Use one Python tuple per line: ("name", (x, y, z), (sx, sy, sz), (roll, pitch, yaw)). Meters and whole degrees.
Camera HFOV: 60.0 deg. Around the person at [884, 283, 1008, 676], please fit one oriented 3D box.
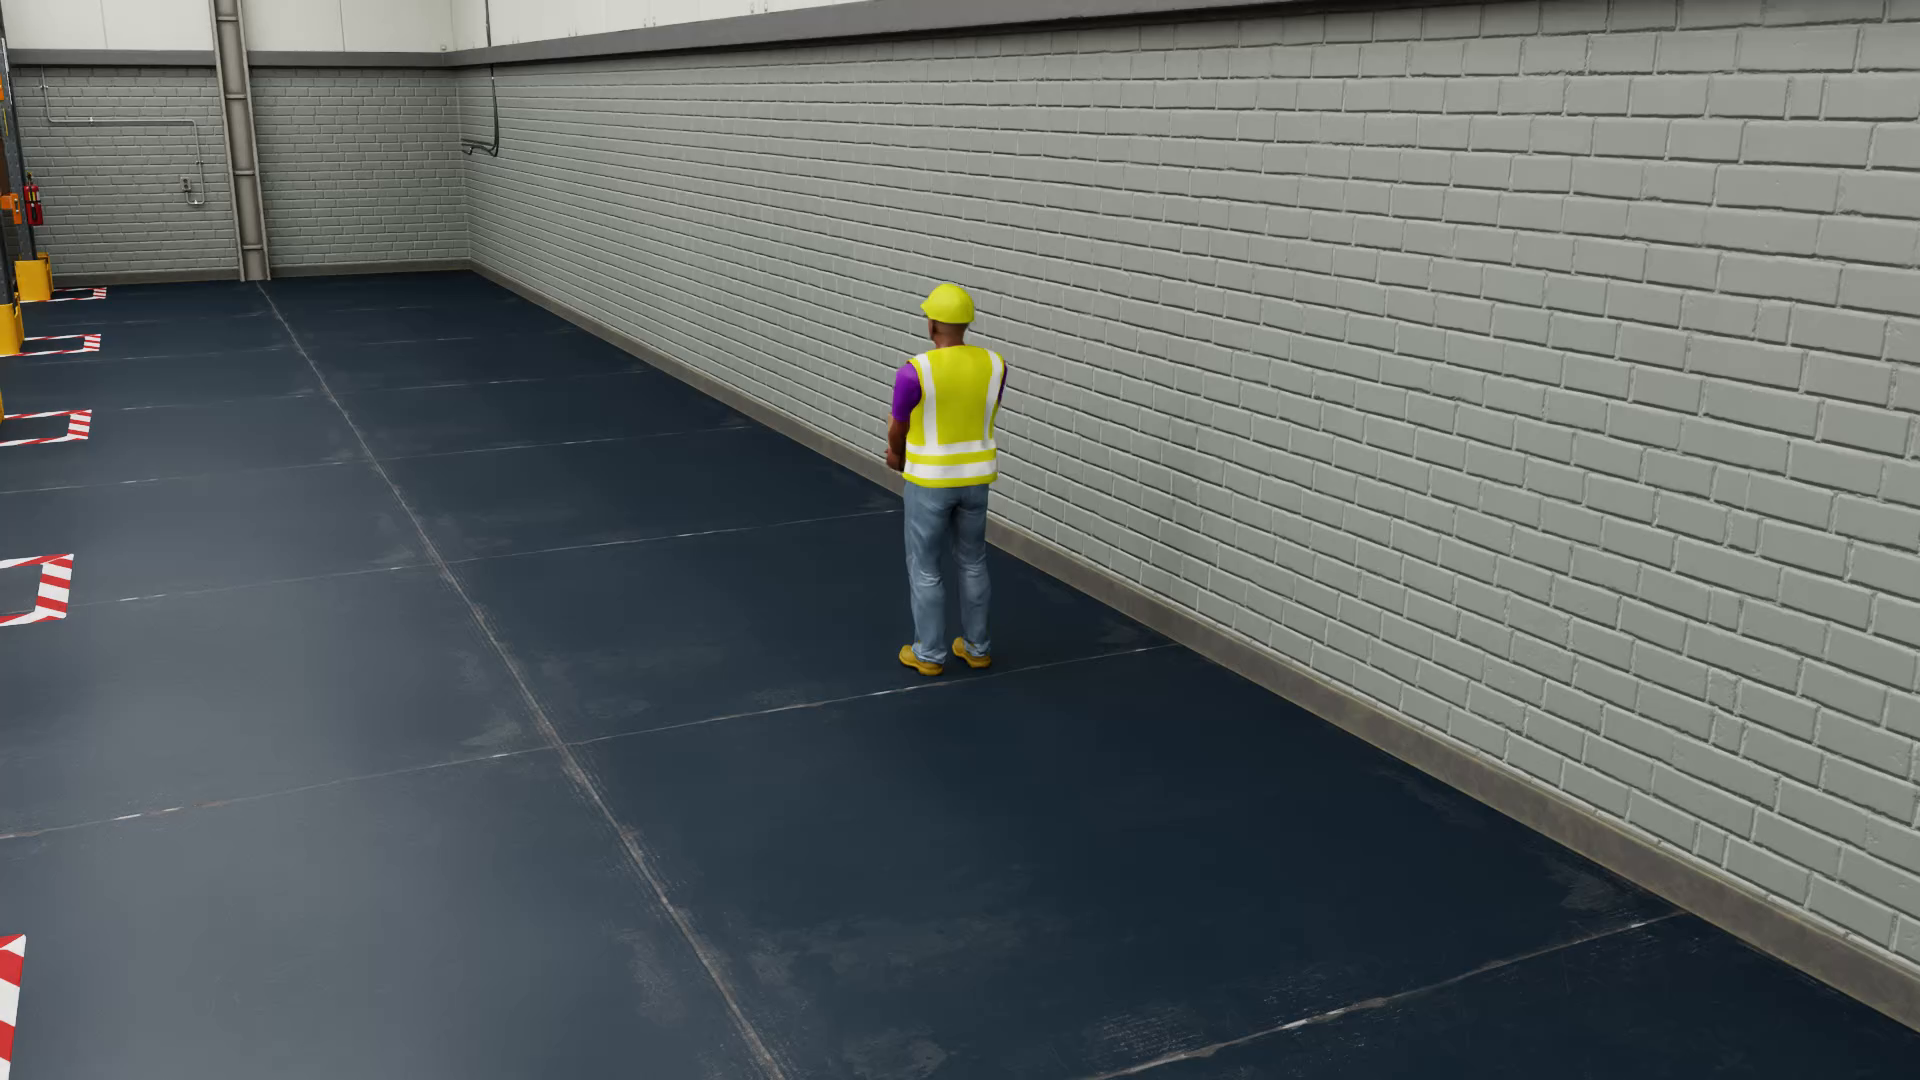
("person", (-0.098, -0.289, 7.542), (0.521, 1.767, 0.573), (-7, 17, -25))
